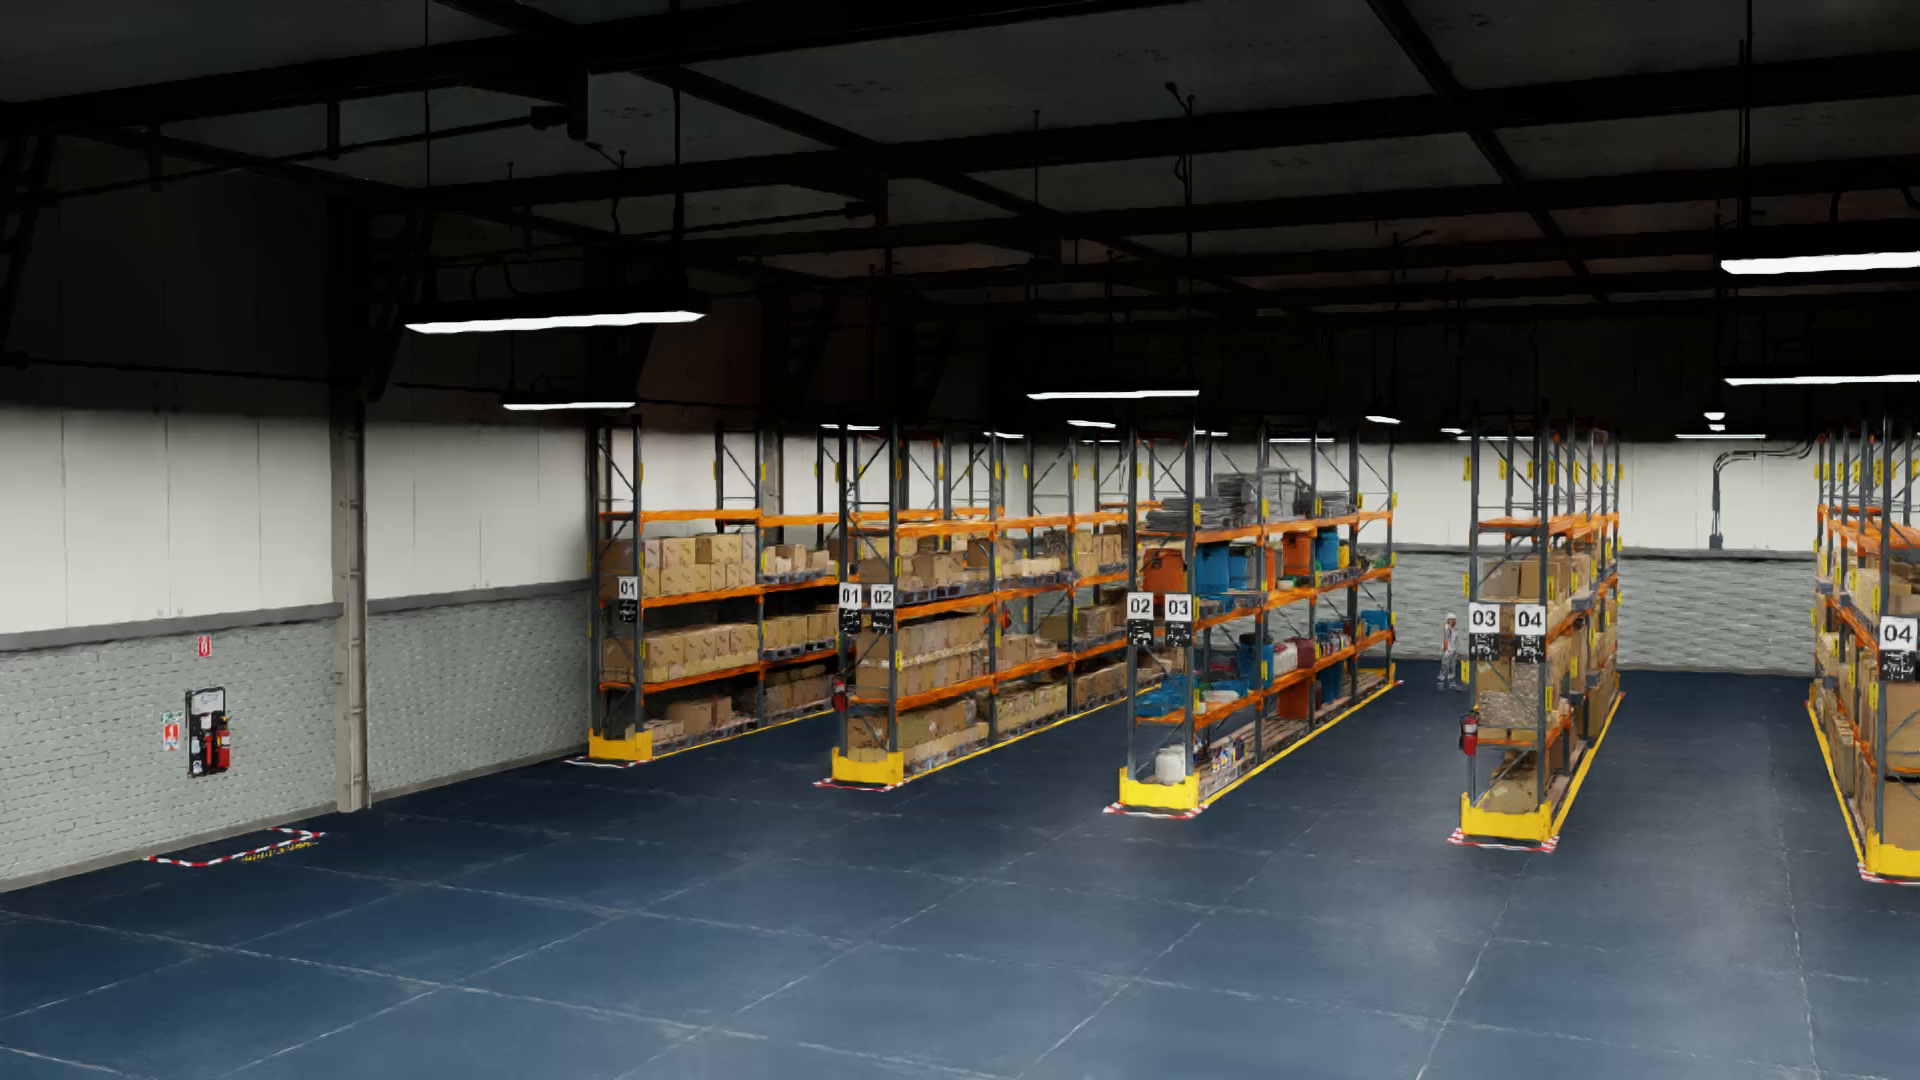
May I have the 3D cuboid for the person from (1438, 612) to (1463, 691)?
[{"bbox_3d":[11.168,2.541,37.892,0.484,1.789,0.638,1,3,31],"label":"person"}]
